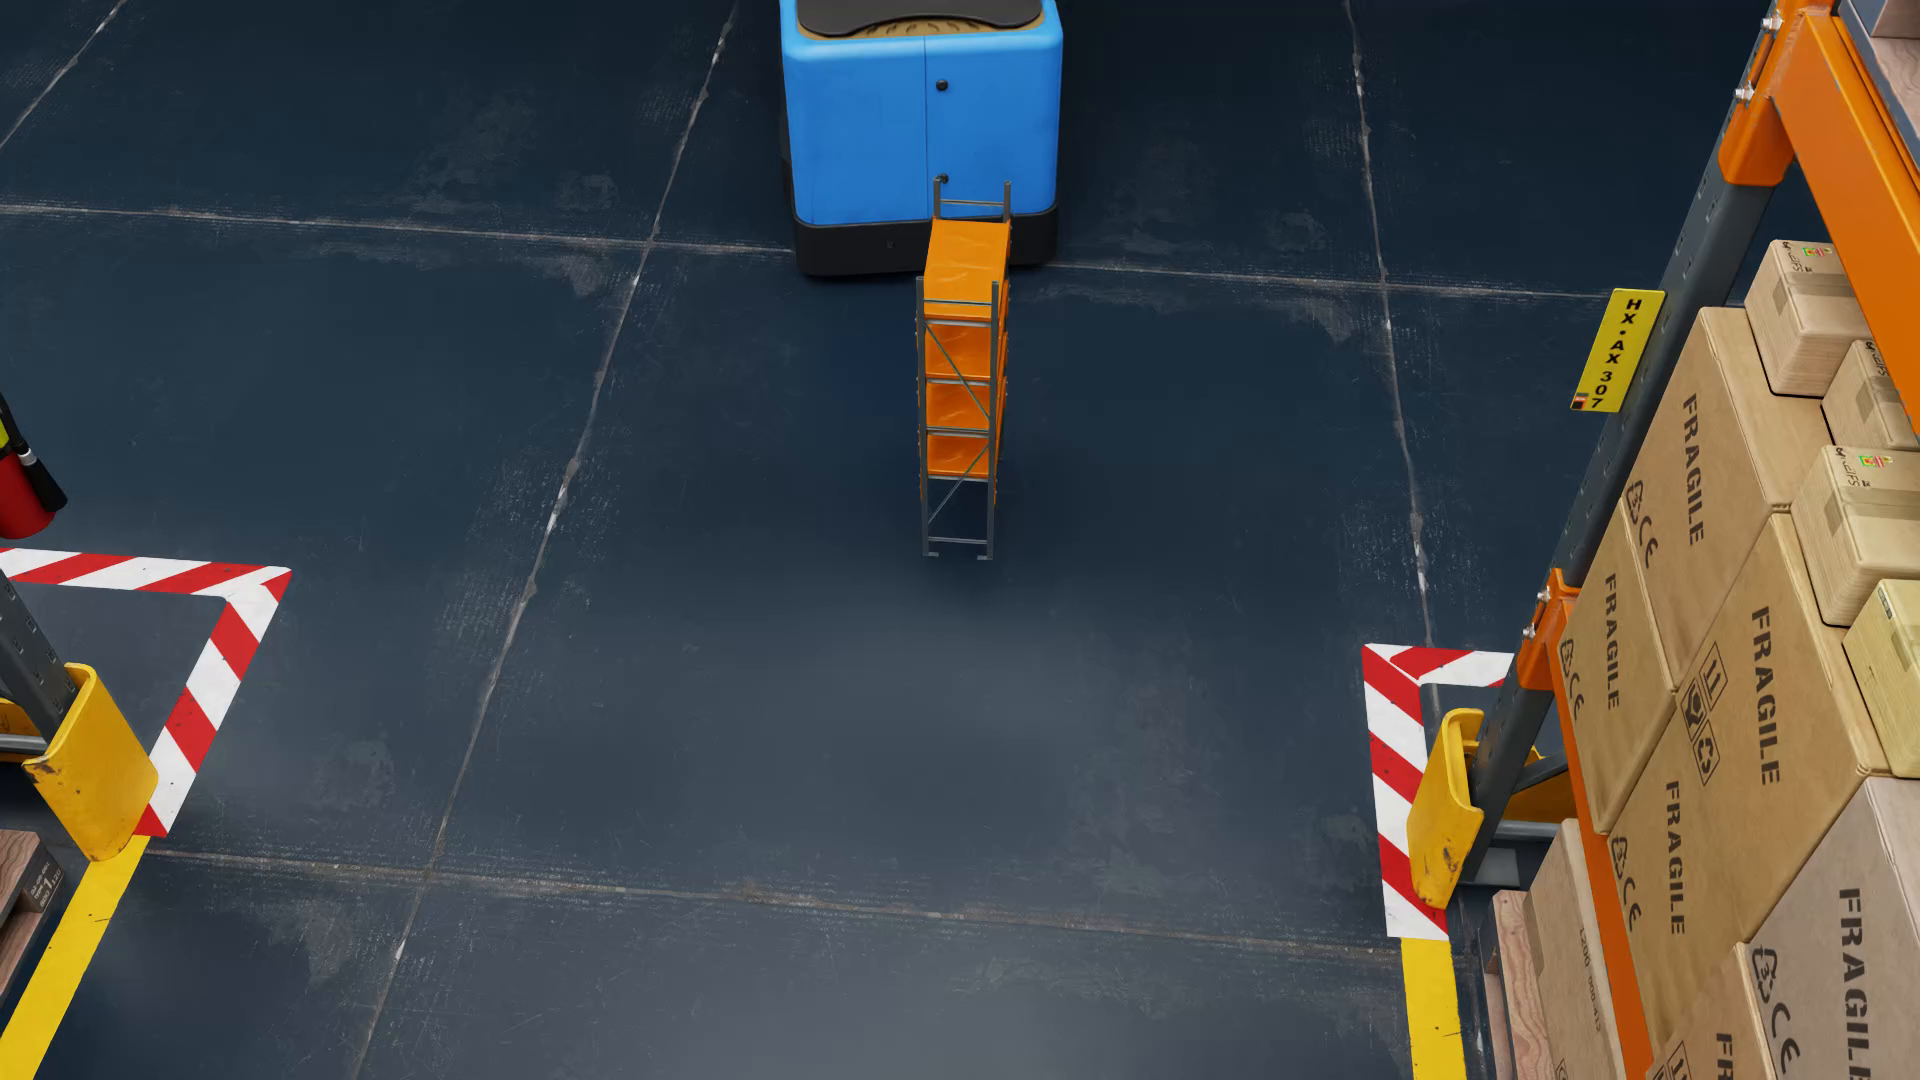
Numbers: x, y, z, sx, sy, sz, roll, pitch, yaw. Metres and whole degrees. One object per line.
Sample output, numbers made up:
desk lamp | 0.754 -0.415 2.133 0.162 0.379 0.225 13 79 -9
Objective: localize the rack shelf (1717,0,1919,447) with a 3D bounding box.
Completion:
rack shelf | 1.724 0.674 1.556 1.077 0.370 4.000 4 48 4

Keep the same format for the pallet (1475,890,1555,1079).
pallet | 1.911 1.508 4.228 1.003 0.211 1.213 4 48 4

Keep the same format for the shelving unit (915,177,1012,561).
shelving unit | 0.015 -0.527 5.419 0.258 1.200 0.503 4 48 4

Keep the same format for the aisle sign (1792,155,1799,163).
aisle sign | 1.624 -0.976 2.848 0.394 0.787 0.004 4 48 4

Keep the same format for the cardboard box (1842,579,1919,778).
cardboard box | 1.501 0.201 2.348 0.380 0.149 0.250 2 48 2

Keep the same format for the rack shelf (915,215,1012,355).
rack shelf | 0.015 -0.792 5.129 0.258 0.148 0.480 4 48 4

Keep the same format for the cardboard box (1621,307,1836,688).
cardboard box | 1.579 -0.064 3.030 0.500 0.500 0.500 3 48 3

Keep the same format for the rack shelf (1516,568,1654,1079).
rack shelf | 1.724 1.686 2.662 1.077 0.370 4.000 4 48 4

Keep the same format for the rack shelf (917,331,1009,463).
rack shelf | 0.015 -0.481 5.468 0.258 0.148 0.480 4 48 4

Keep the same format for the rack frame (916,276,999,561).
rack frame | -0.007 -0.347 5.255 0.240 1.200 0.015 4 48 4

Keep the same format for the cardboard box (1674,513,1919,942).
cardboard box | 1.538 0.316 2.683 0.500 0.500 0.500 3 48 2

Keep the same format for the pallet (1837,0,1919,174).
pallet | 1.849 -0.463 2.168 1.003 0.211 1.213 4 48 4

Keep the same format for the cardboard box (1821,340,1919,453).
cardboard box | 1.645 -0.177 2.694 0.380 0.149 0.250 5 48 4

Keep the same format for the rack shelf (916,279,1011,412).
rack shelf | 0.015 -0.632 5.303 0.258 0.148 0.480 4 48 4

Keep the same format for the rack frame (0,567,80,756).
rack frame | -3.033 -0.285 3.978 1.000 3.000 0.127 4 48 4

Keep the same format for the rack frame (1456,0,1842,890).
rack frame | 1.906 -0.026 3.741 1.000 3.000 0.127 4 48 4

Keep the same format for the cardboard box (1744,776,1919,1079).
cardboard box | 1.499 0.695 2.336 0.500 0.500 0.500 4 48 3

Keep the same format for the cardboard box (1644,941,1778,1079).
cardboard box | 1.494 1.020 2.717 0.500 0.500 0.500 4 48 3

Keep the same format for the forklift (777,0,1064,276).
forklift | -0.265 -3.130 6.626 1.130 2.935 3.031 -4 48 -4

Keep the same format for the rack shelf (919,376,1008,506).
rack shelf | 0.015 -0.347 5.615 0.258 0.148 0.480 4 48 4

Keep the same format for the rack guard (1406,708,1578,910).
rack guard | 1.908 0.800 4.680 1.175 0.500 0.348 4 48 4

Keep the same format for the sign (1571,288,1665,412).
sign | 1.354 -0.387 3.431 0.100 0.325 0.005 4 48 4

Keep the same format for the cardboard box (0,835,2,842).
cardboard box | -2.797 0.842 4.393 0.380 0.149 0.250 3 48 2

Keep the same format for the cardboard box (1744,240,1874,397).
cardboard box | 1.598 -0.374 2.874 0.380 0.149 0.250 5 48 4

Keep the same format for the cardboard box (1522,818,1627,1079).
cardboard box | 1.945 1.188 4.082 0.875 0.438 0.875 2 48 2

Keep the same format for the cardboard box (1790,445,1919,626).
cardboard box | 1.507 0.007 2.526 0.380 0.149 0.250 5 48 5

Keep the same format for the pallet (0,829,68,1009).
pallet | -3.149 1.307 4.412 1.003 0.211 1.213 4 48 4

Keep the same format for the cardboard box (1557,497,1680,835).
cardboard box | 1.576 0.273 3.399 0.500 0.500 0.500 4 48 3

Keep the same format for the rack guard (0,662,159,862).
rack guard | -3.040 0.615 4.849 1.175 0.500 0.348 4 48 4

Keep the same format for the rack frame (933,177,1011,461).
rack frame | 0.037 -0.706 5.582 0.240 1.200 0.015 4 48 4

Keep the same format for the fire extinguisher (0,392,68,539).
fire extinguisher | -2.550 -0.287 4.285 0.296 0.674 0.183 4 48 4

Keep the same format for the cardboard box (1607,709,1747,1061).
cardboard box | 1.558 0.647 3.058 0.500 0.500 0.500 3 48 3
